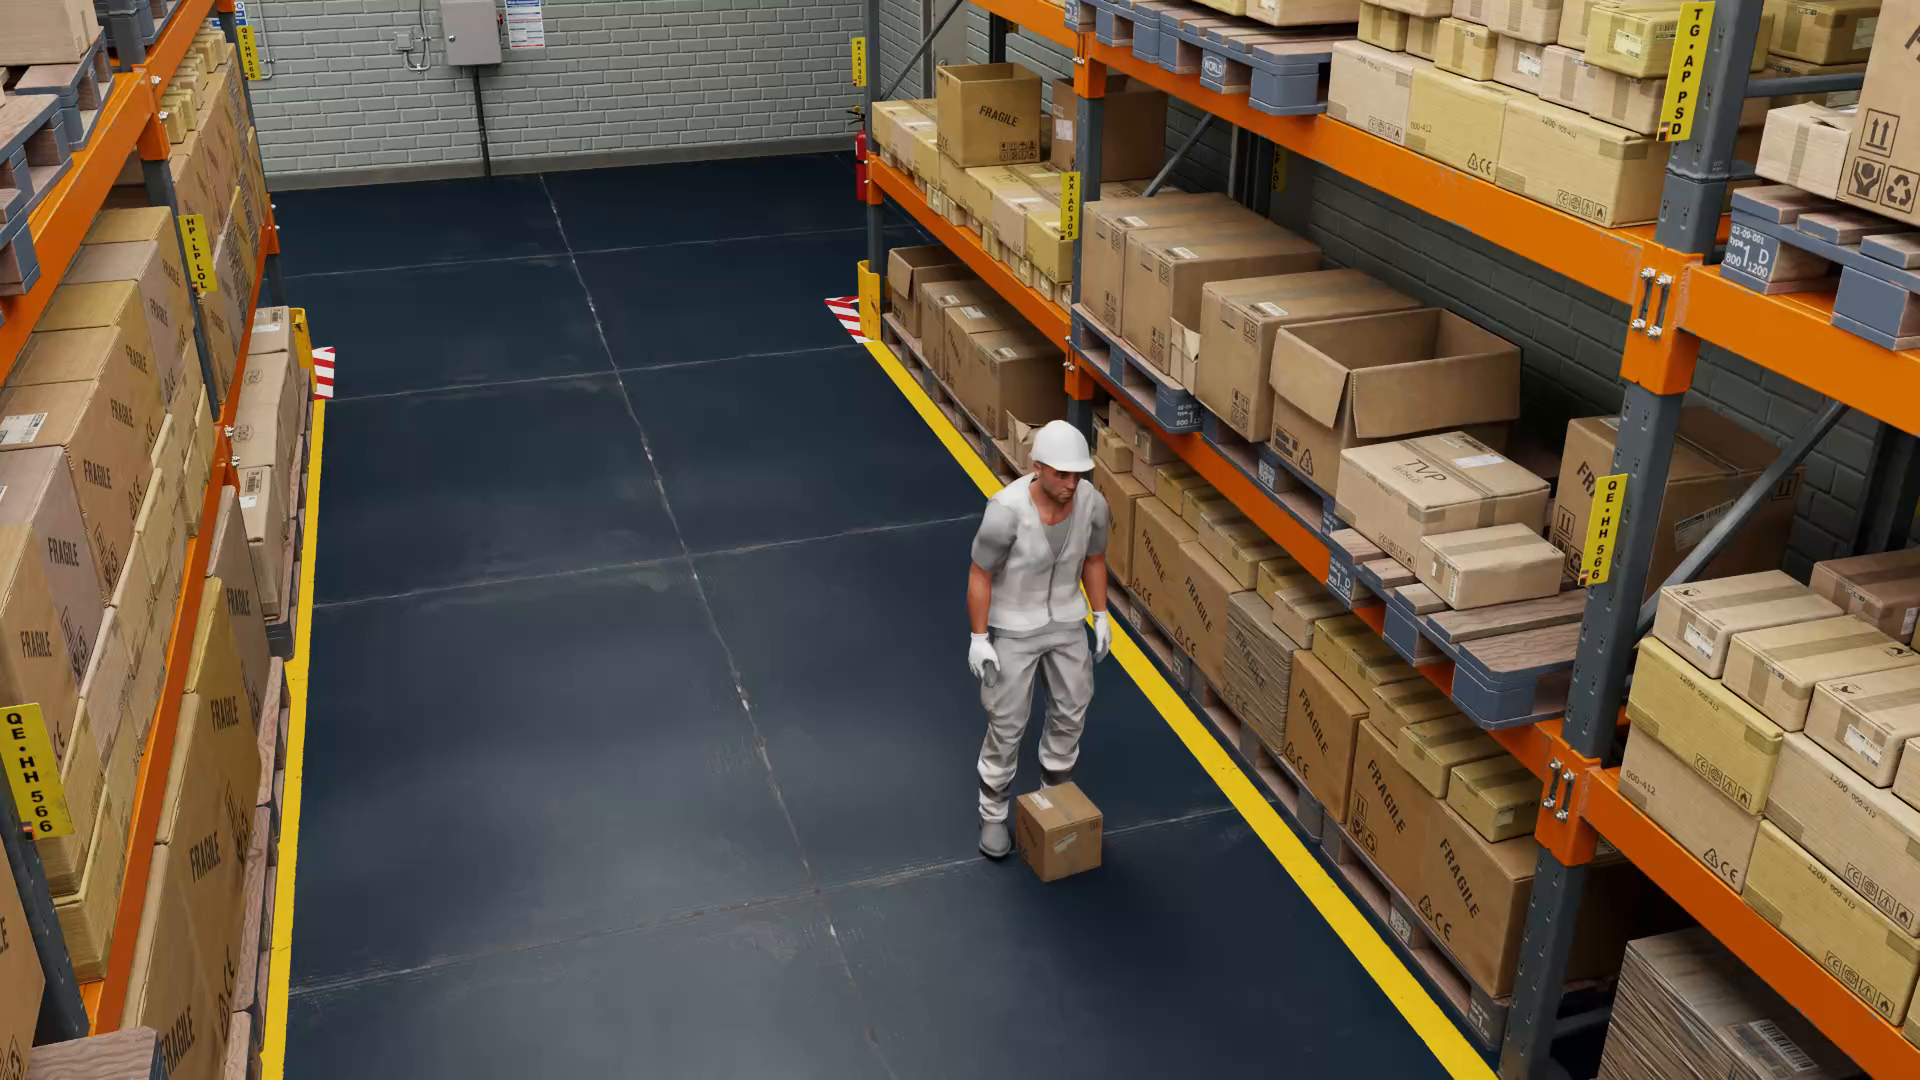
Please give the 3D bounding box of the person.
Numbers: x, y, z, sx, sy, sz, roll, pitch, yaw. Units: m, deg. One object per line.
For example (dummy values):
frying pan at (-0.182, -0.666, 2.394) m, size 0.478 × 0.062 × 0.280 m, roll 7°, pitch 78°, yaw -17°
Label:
person at (0.313, 0.361, 6.361) m, size 0.609 × 1.777 × 0.453 m, roll -10°, pitch 28°, yaw -20°
